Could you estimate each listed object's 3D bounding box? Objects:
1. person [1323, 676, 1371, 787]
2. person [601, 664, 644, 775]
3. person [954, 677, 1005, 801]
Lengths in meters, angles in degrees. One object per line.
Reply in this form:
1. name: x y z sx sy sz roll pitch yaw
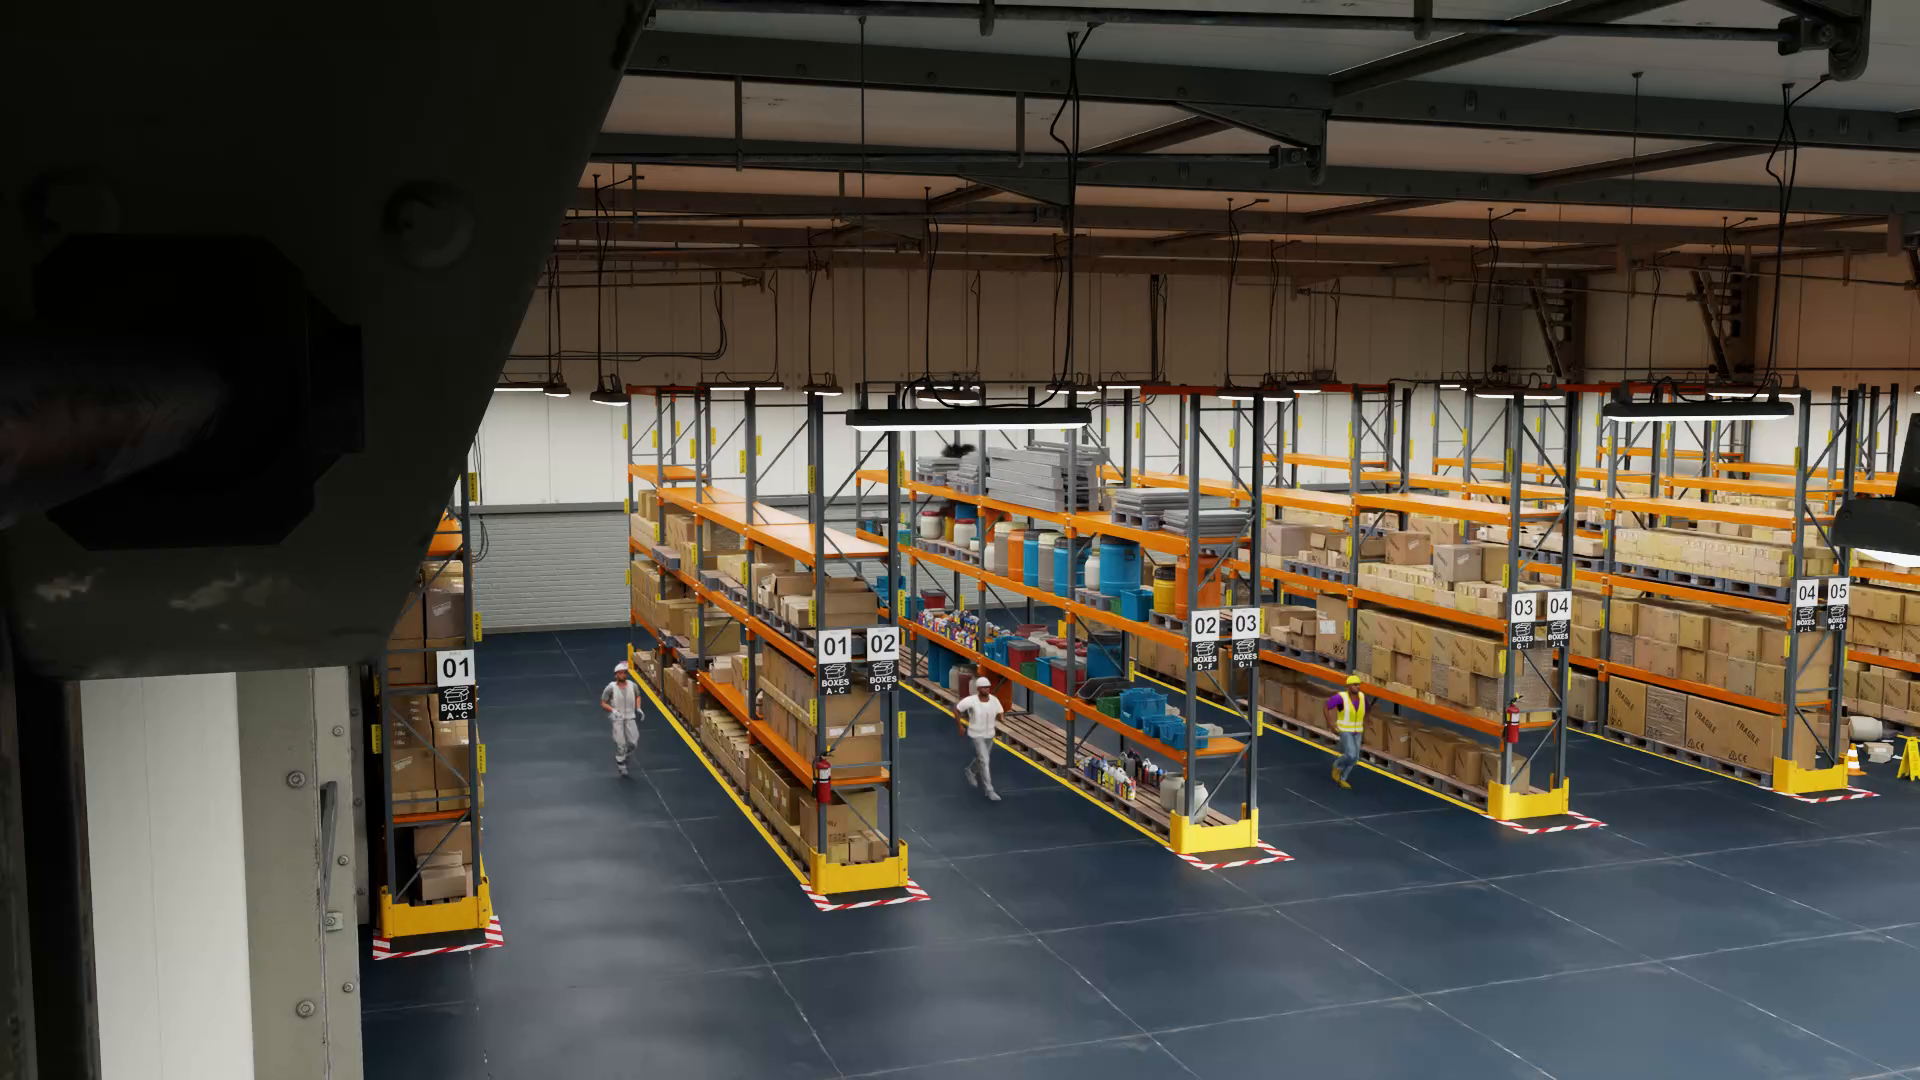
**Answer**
1. person: 5.897 2.889 25.050 0.704 1.718 0.561 -2 6 -22
2. person: -5.231 2.799 25.865 0.655 1.742 0.558 -3 7 -27
3. person: 0.323 2.886 24.551 0.697 1.759 0.988 -4 7 -33
